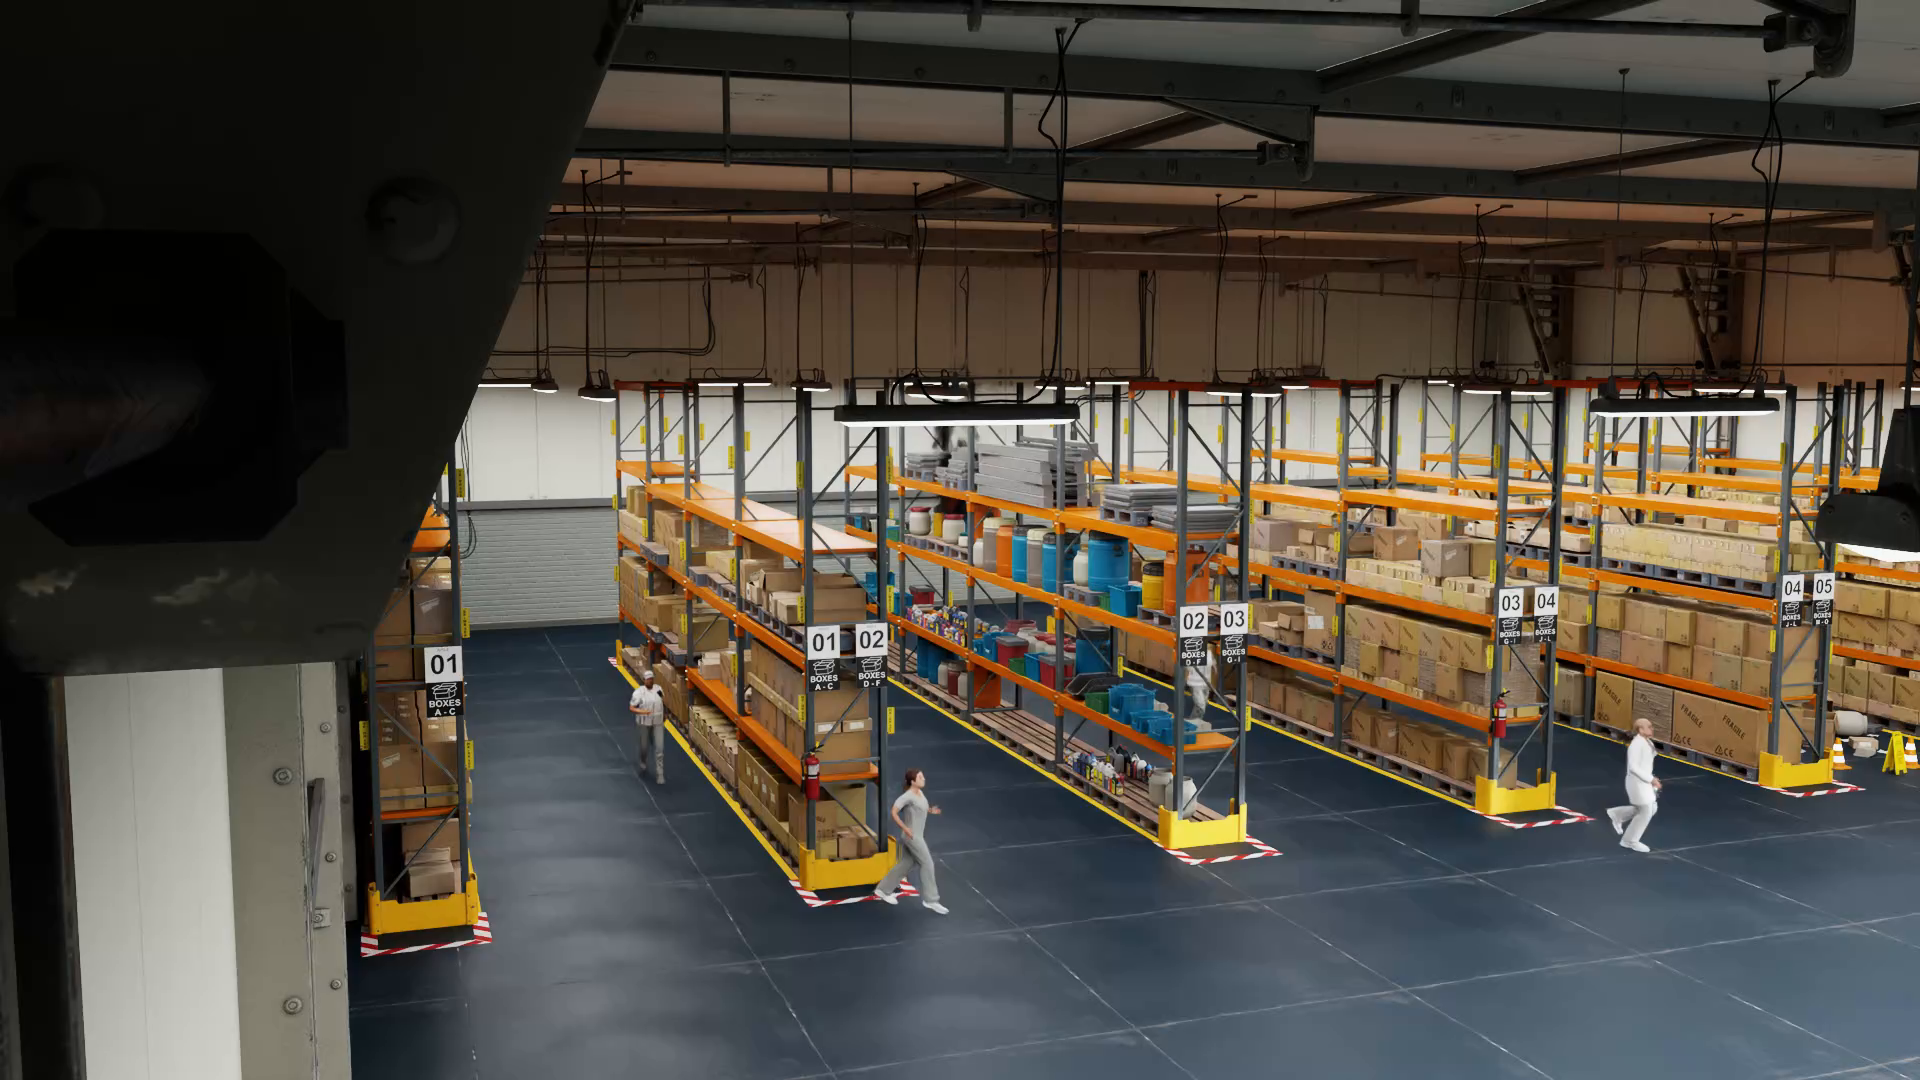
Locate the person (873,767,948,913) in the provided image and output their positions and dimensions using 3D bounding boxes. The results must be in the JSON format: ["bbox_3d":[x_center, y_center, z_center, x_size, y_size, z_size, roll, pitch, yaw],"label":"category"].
[{"bbox_3d":[-0.568,3.463,19.279,0.880,1.701,0.549,1,6,5],"label":"person"}]

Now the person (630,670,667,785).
[{"bbox_3d":[-4.736,2.814,25.353,0.602,1.680,0.934,-3,7,-23],"label":"person"}]

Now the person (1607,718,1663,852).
[{"bbox_3d":[8.841,3.182,21.741,0.706,1.752,0.732,4,7,32],"label":"person"}]

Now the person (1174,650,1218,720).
[{"bbox_3d":[4.023,2.487,27.999,0.666,1.843,0.782,-4,7,-30],"label":"person"}]
